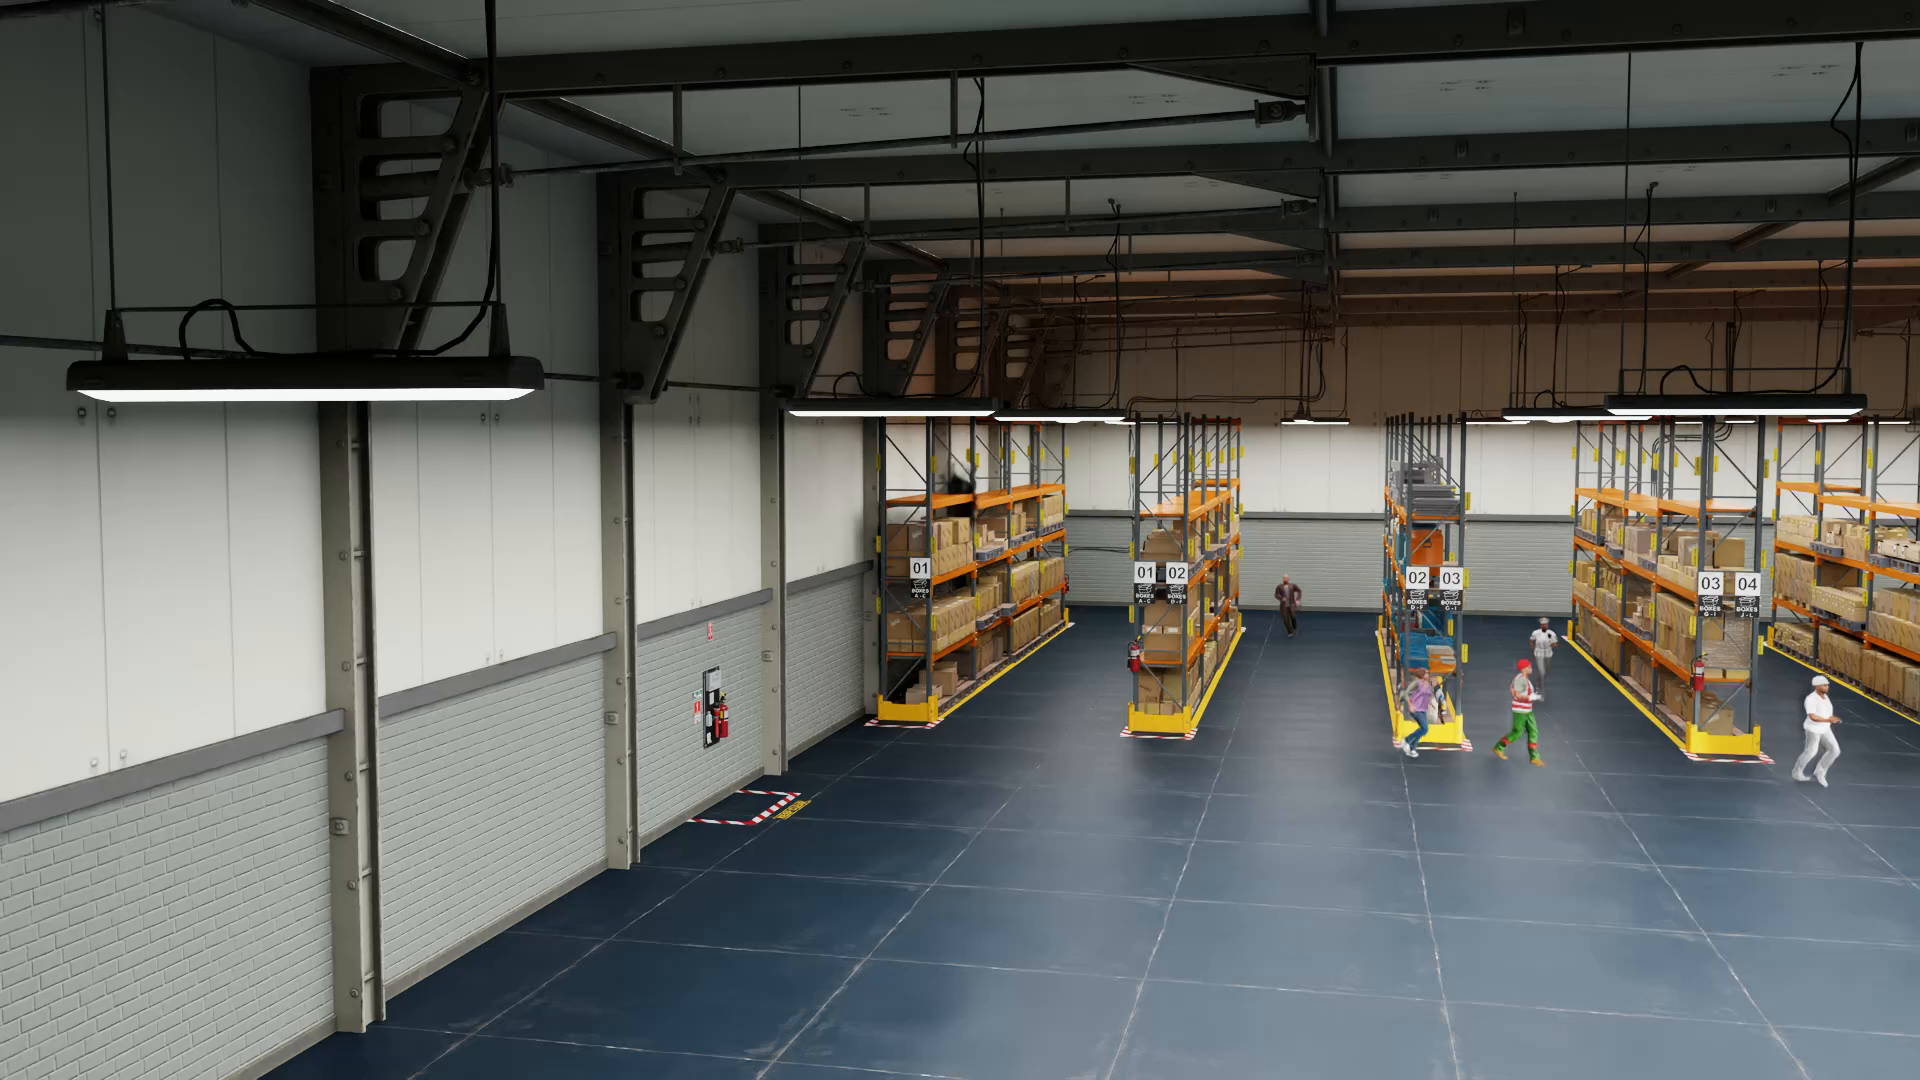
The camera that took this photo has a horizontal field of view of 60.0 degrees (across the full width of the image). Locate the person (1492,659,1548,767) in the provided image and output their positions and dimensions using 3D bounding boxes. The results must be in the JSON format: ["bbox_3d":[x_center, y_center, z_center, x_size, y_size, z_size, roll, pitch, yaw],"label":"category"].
[{"bbox_3d":[9.479,2.918,28.137,0.924,1.805,0.633,2,5,32],"label":"person"}]

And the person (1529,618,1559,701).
[{"bbox_3d":[12.369,2.504,35.210,0.553,1.753,0.799,0,4,6],"label":"person"}]

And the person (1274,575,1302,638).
[{"bbox_3d":[8.916,1.801,45.264,0.710,1.720,0.600,1,4,16],"label":"person"}]

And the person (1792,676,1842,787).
[{"bbox_3d":[13.707,3.051,26.524,0.669,1.783,0.803,-2,5,-32],"label":"person"}]

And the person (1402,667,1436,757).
[{"bbox_3d":[8.039,2.991,28.953,0.539,1.547,0.505,-4,5,-43],"label":"person"}]
